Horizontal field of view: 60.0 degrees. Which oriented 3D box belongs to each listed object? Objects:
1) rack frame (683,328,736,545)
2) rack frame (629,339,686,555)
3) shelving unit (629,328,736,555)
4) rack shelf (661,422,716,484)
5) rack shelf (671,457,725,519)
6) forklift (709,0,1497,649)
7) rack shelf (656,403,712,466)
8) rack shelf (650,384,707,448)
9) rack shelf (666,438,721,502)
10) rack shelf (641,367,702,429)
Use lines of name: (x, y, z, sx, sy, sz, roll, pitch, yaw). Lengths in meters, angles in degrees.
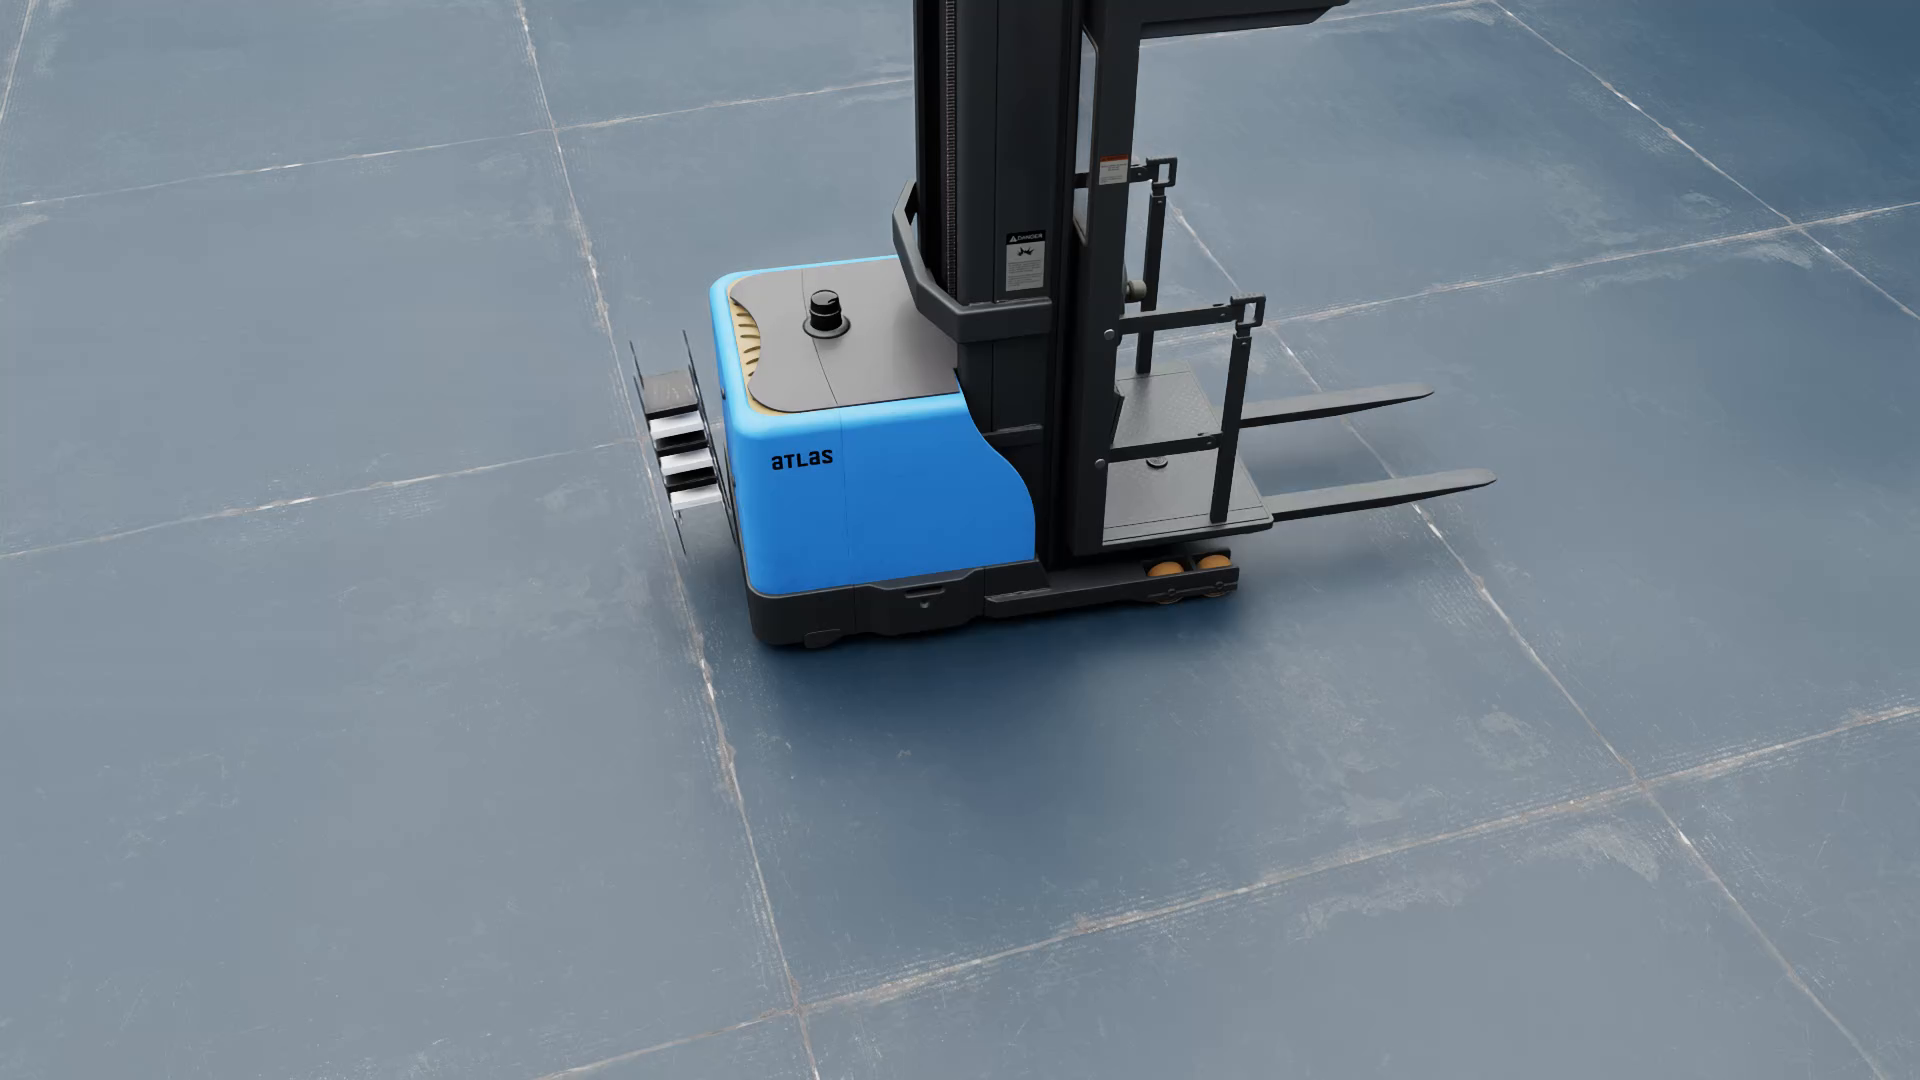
rack frame: (-0.974, -0.390, 6.483, 0.006, 0.900, 0.240, -12, 42, -5)
rack frame: (-1.172, -0.348, 6.466, 0.006, 0.900, 0.240, -12, 42, -5)
shelving unit: (-1.073, -0.369, 6.475, 0.210, 0.900, 0.258, -12, 42, -5)
rack shelf: (-1.070, -0.344, 6.497, 0.200, 0.077, 0.258, -12, 42, -5)
rack shelf: (-1.052, -0.212, 6.618, 0.200, 0.077, 0.258, -12, 42, -5)
forklift: (0.614, -1.189, 5.883, 3.031, 2.935, 1.130, -8, 42, -9)
rack shelf: (-1.079, -0.411, 6.437, 0.200, 0.077, 0.258, -12, 42, -5)
rack shelf: (-1.088, -0.477, 6.377, 0.200, 0.077, 0.258, -12, 42, -5)
rack shelf: (-1.061, -0.278, 6.557, 0.200, 0.077, 0.258, -12, 42, -5)
rack shelf: (-1.097, -0.543, 6.316, 0.200, 0.077, 0.258, -12, 42, -5)
